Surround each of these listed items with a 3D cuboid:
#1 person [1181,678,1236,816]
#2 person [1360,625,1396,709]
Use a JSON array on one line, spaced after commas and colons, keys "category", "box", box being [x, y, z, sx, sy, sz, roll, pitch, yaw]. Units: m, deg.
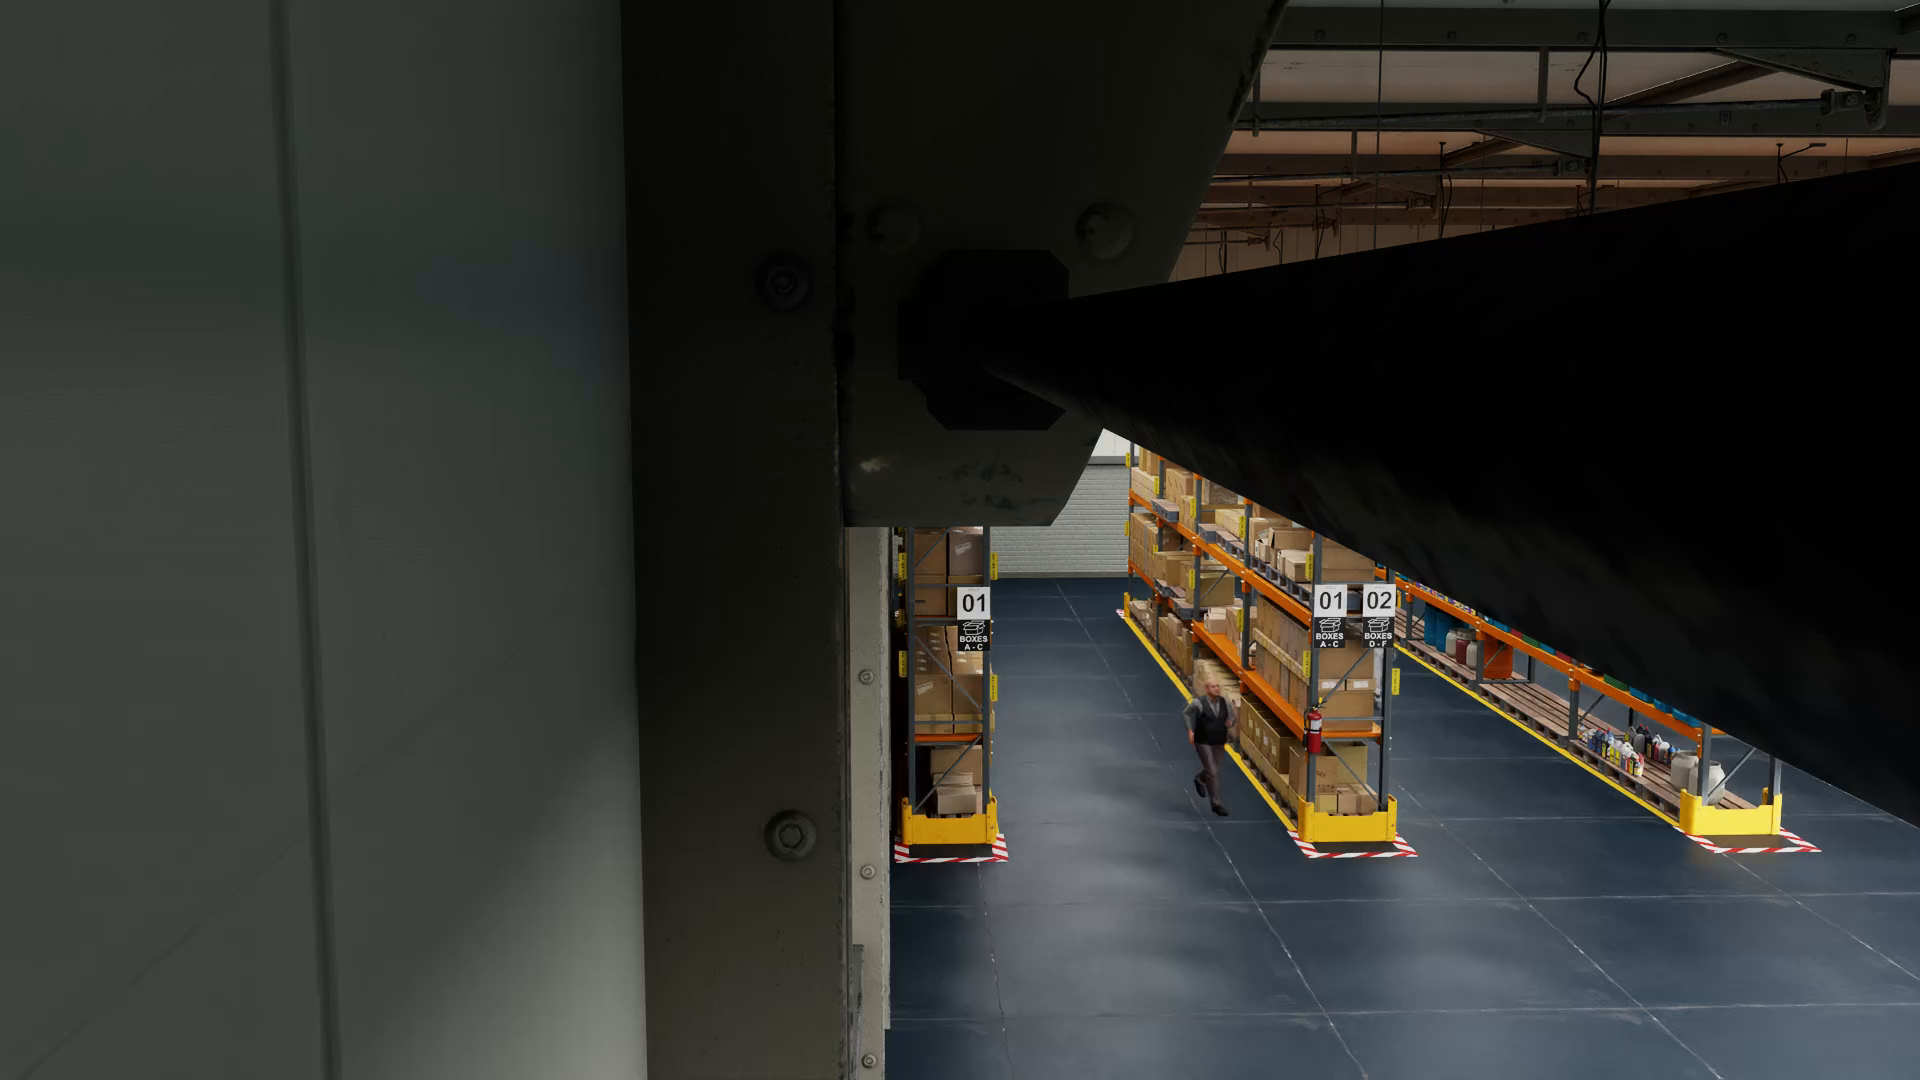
[{"category": "person", "box": [3.216, 2.611, 21.405, 0.657, 1.705, 0.948, -3, 8, -21]}, {"category": "person", "box": [6.987, 1.920, 27.881, 0.676, 1.724, 0.675, -2, 8, -14]}]
